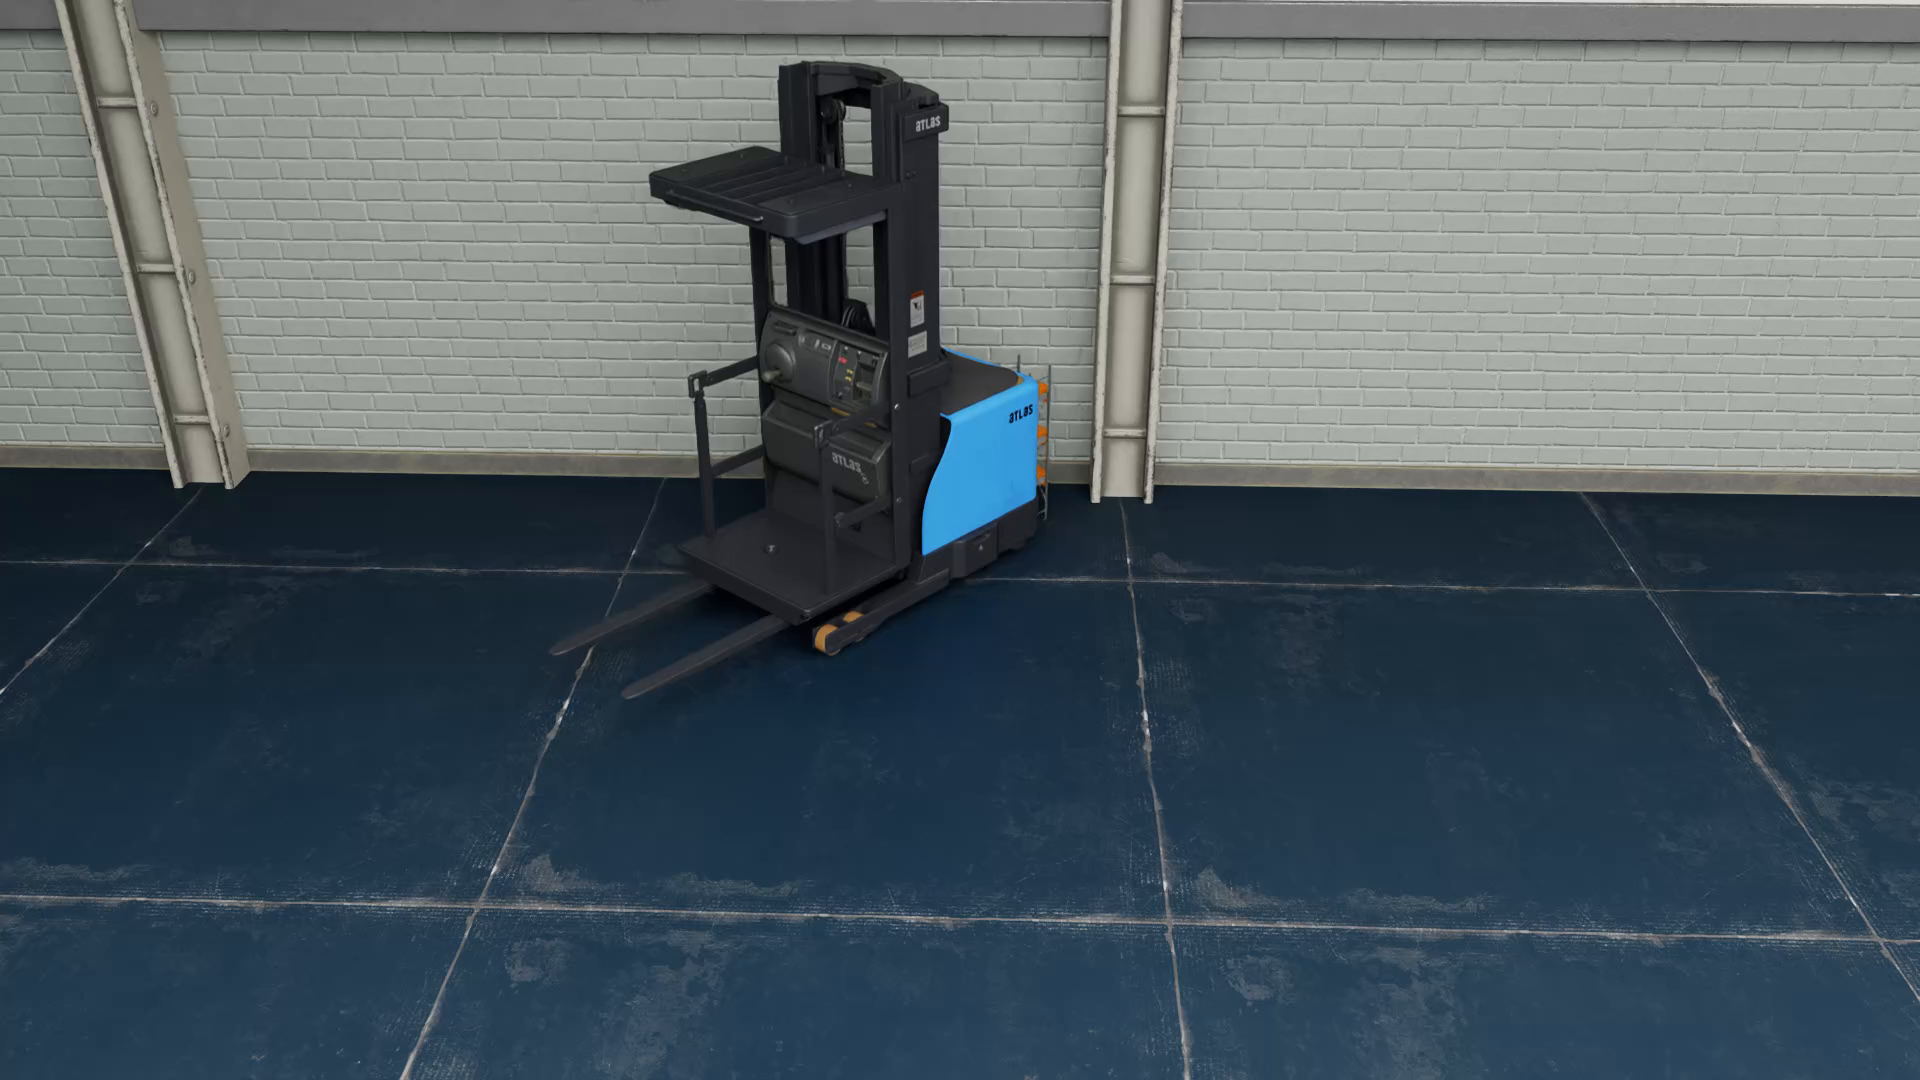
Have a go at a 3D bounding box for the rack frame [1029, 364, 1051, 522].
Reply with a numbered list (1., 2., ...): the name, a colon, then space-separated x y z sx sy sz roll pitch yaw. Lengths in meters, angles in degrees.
1. rack frame: 0.479 -0.560 10.185 0.008 1.050 0.200 23 36 37

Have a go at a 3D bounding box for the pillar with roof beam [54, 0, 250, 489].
1. pillar with roof beam: -5.101 -2.372 5.116 0.400 9.000 9.100 1 28 2

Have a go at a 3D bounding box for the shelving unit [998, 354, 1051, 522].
1. shelving unit: 0.389 -0.599 10.258 0.252 1.050 0.215 23 36 37

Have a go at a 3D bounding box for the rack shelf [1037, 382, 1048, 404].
1. rack shelf: 0.389 -0.840 10.130 0.240 0.259 0.215 23 36 37

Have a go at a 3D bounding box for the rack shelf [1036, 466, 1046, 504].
1. rack shelf: 0.389 -0.344 10.393 0.240 0.259 0.215 23 36 37

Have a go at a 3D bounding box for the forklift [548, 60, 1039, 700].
1. forklift: -0.887 -0.936 8.886 1.130 2.935 3.031 23 36 36

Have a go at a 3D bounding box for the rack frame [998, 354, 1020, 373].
1. rack frame: 0.299 -0.637 10.331 0.008 1.050 0.200 23 36 37

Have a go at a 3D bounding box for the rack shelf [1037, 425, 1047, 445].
1. rack shelf: 0.389 -0.589 10.263 0.240 0.259 0.215 23 36 37

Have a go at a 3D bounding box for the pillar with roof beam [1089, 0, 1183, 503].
1. pillar with roof beam: 0.895 -2.272 4.929 0.400 9.000 9.100 1 28 2
